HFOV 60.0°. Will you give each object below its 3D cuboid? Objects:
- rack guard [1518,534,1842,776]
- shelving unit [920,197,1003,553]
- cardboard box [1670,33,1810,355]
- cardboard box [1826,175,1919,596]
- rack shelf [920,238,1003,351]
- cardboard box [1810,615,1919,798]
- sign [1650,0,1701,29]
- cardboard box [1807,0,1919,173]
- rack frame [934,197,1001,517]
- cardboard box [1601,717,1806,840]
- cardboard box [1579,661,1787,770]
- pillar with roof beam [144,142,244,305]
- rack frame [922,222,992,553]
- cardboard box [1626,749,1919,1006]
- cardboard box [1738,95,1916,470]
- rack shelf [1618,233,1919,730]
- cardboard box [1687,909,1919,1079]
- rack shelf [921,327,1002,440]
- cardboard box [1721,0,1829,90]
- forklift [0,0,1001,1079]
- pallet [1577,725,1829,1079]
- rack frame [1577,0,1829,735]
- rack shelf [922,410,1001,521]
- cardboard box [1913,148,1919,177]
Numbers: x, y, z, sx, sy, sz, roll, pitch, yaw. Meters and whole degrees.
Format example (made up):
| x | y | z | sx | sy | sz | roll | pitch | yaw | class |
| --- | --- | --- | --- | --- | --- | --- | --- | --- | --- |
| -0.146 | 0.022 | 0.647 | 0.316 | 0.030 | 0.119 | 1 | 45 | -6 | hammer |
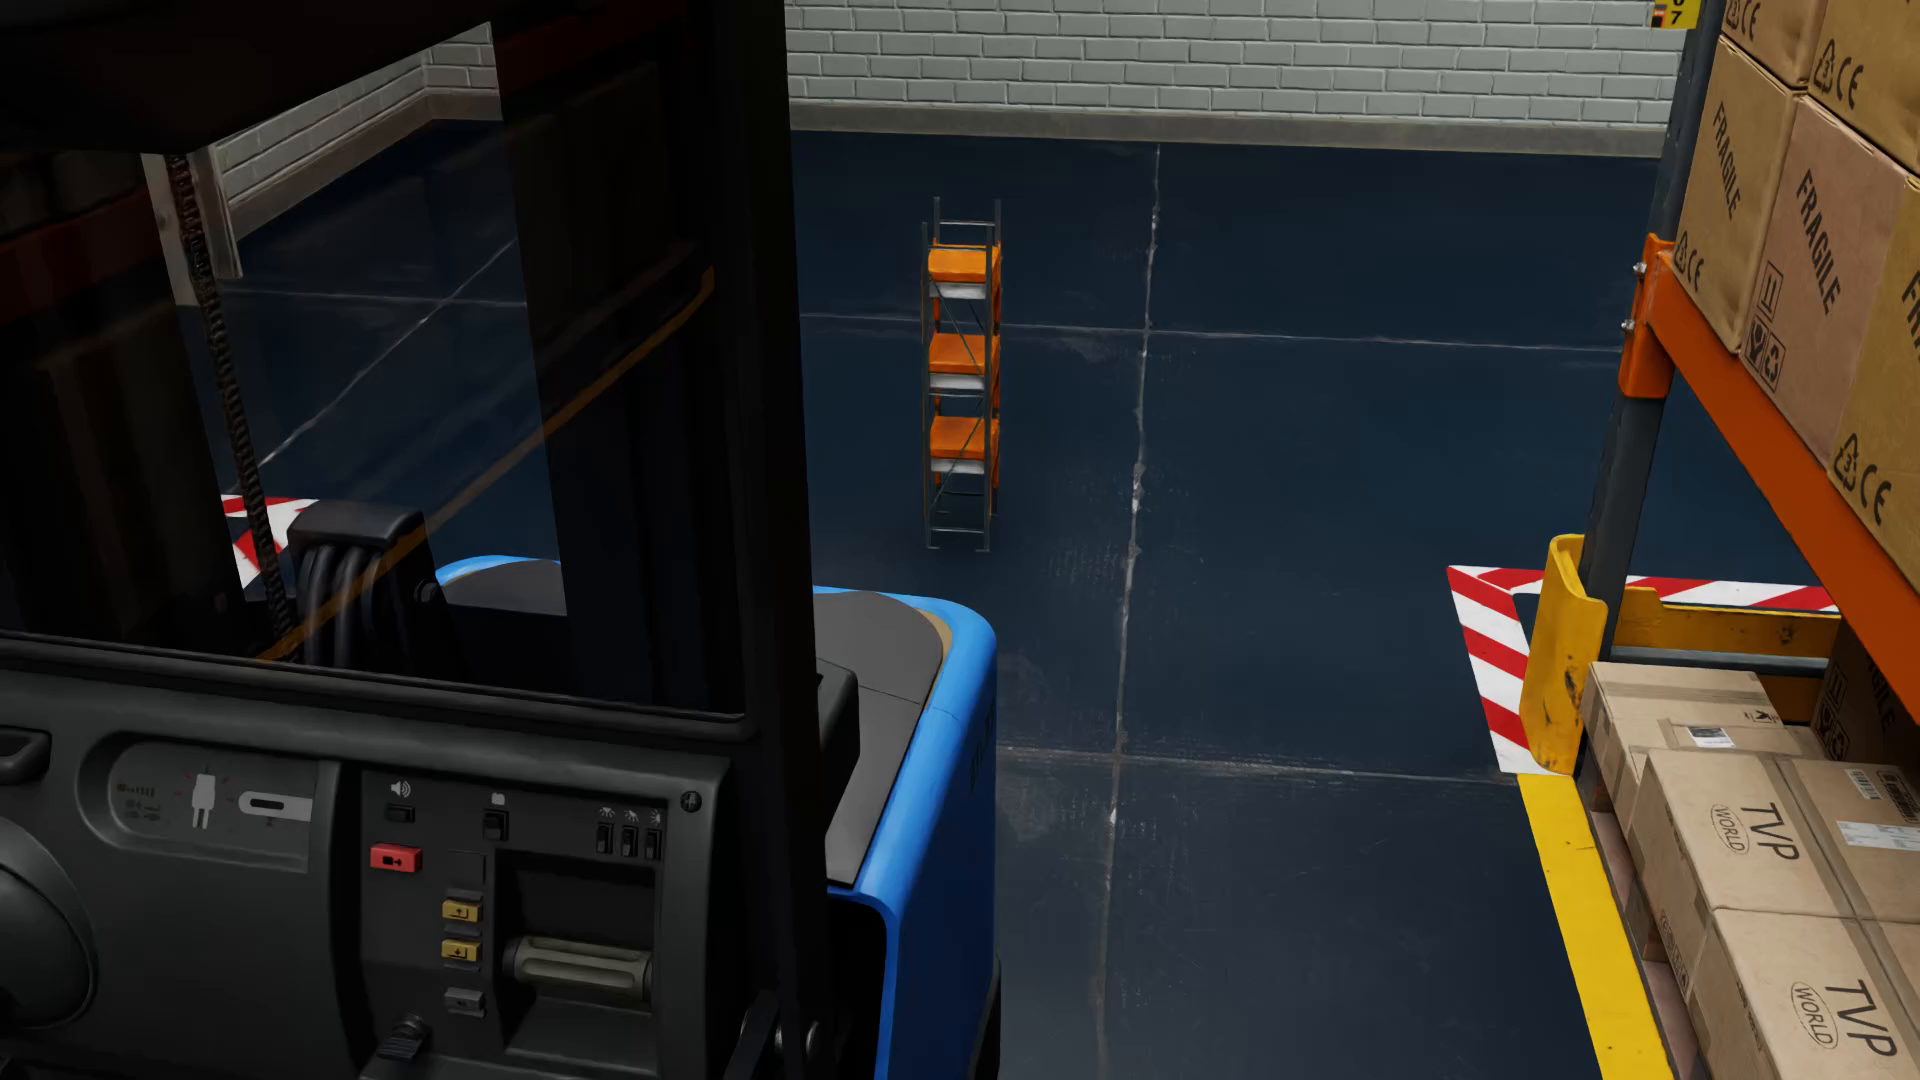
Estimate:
| x | y | z | sx | sy | sz | roll | pitch | yaw | class |
| --- | --- | --- | --- | --- | --- | --- | --- | --- | --- |
| 2.049 | 0.317 | 4.135 | 1.175 | 0.500 | 0.348 | 3 | 28 | 6 | rack guard |
| 0.007 | -0.487 | 5.048 | 0.215 | 1.050 | 0.252 | 3 | 28 | 6 | shelving unit |
| 1.743 | -0.670 | 3.226 | 0.500 | 0.500 | 0.500 | 4 | 29 | 7 | cardboard box |
| 1.620 | -0.191 | 2.336 | 0.500 | 0.500 | 0.500 | 3 | 28 | 6 | cardboard box |
| 0.007 | -0.728 | 4.918 | 0.215 | 0.259 | 0.240 | 3 | 28 | 6 | rack shelf |
| 2.237 | 0.357 | 3.596 | 0.500 | 0.500 | 0.500 | 3 | 28 | 6 | cardboard box |
| 1.520 | -1.232 | 3.462 | 0.100 | 0.325 | 0.005 | 3 | 28 | 6 | sign |
| 1.686 | -0.864 | 2.531 | 0.500 | 0.500 | 0.500 | 4 | 29 | 7 | cardboard box |
| 0.022 | -0.545 | 5.154 | 0.200 | 1.050 | 0.008 | 3 | 28 | 6 | rack frame |
| 1.636 | 0.529 | 3.629 | 0.380 | 0.166 | 0.250 | 3 | 28 | 6 | cardboard box |
| 1.666 | 0.419 | 3.852 | 0.380 | 0.149 | 0.250 | 3 | 28 | 6 | cardboard box |
| 0.887 | -4.818 | 4.705 | 9.100 | 9.000 | 0.400 | 3 | 28 | 6 | pillar with roof beam |
| -0.008 | -0.430 | 4.941 | 0.200 | 1.050 | 0.008 | 3 | 28 | 6 | rack frame |
| 1.649 | 0.672 | 3.275 | 0.500 | 0.250 | 0.500 | 3 | 28 | 6 | cardboard box |
| 1.685 | -0.427 | 2.774 | 0.500 | 0.500 | 0.500 | 3 | 28 | 6 | cardboard box |
| 1.814 | 0.439 | 2.032 | 1.077 | 0.370 | 4.000 | 3 | 28 | 6 | rack shelf |
| 1.588 | 0.907 | 2.838 | 0.500 | 0.250 | 0.500 | 3 | 28 | 6 | cardboard box |
| 0.007 | -0.478 | 5.053 | 0.215 | 0.259 | 0.240 | 3 | 28 | 6 | rack shelf |
| 1.743 | -1.110 | 2.989 | 0.500 | 0.500 | 0.500 | 4 | 29 | 8 | cardboard box |
| -0.719 | 0.397 | 1.422 | 1.130 | 2.935 | 3.031 | 5 | 29 | 10 | forklift |
| 1.953 | 0.819 | 3.507 | 1.003 | 0.211 | 1.213 | 3 | 28 | 6 | pallet |
| 2.059 | -0.820 | 3.609 | 1.000 | 3.000 | 0.127 | 3 | 28 | 6 | rack frame |
| 0.007 | -0.233 | 5.185 | 0.215 | 0.259 | 0.240 | 3 | 28 | 6 | rack shelf |
| 1.620 | -0.629 | 2.094 | 0.500 | 0.500 | 0.500 | 4 | 29 | 7 | cardboard box |
